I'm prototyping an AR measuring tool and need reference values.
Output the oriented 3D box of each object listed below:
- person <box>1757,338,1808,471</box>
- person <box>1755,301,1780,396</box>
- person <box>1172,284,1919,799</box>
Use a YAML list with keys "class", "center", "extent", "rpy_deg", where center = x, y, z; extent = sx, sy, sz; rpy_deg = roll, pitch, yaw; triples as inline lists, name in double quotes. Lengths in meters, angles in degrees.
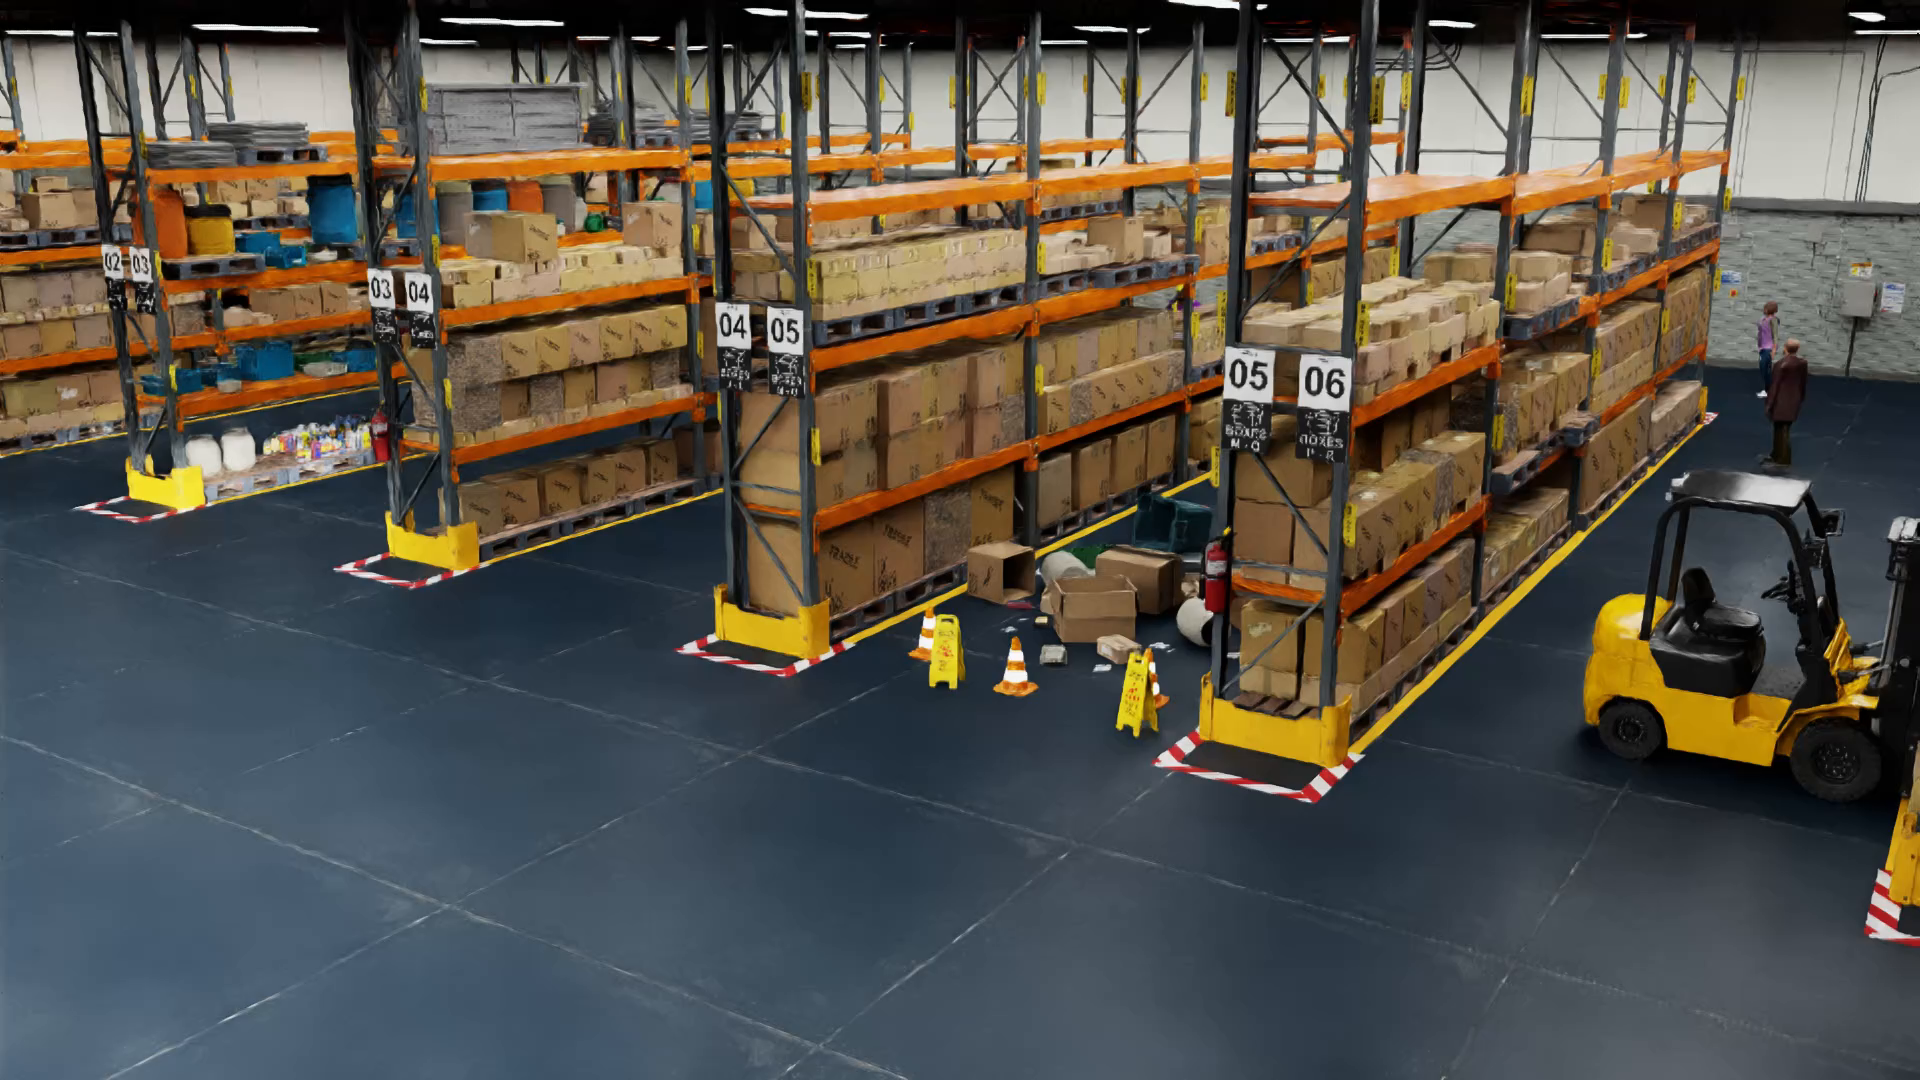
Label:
- class: "person"
  center: [11.141, -1.863, 22.539]
  extent: [0.685, 1.772, 0.636]
  rpy_deg: [-9, 18, -30]
- class: "person"
  center: [13.430, -3.165, 27.592]
  extent: [0.365, 1.592, 0.521]
  rpy_deg: [2, 16, 7]
- class: "person"
  center: [5.812, -1.214, 20.421]
  extent: [13.266, 1.714, 14.250]
  rpy_deg: [9, 18, 30]
